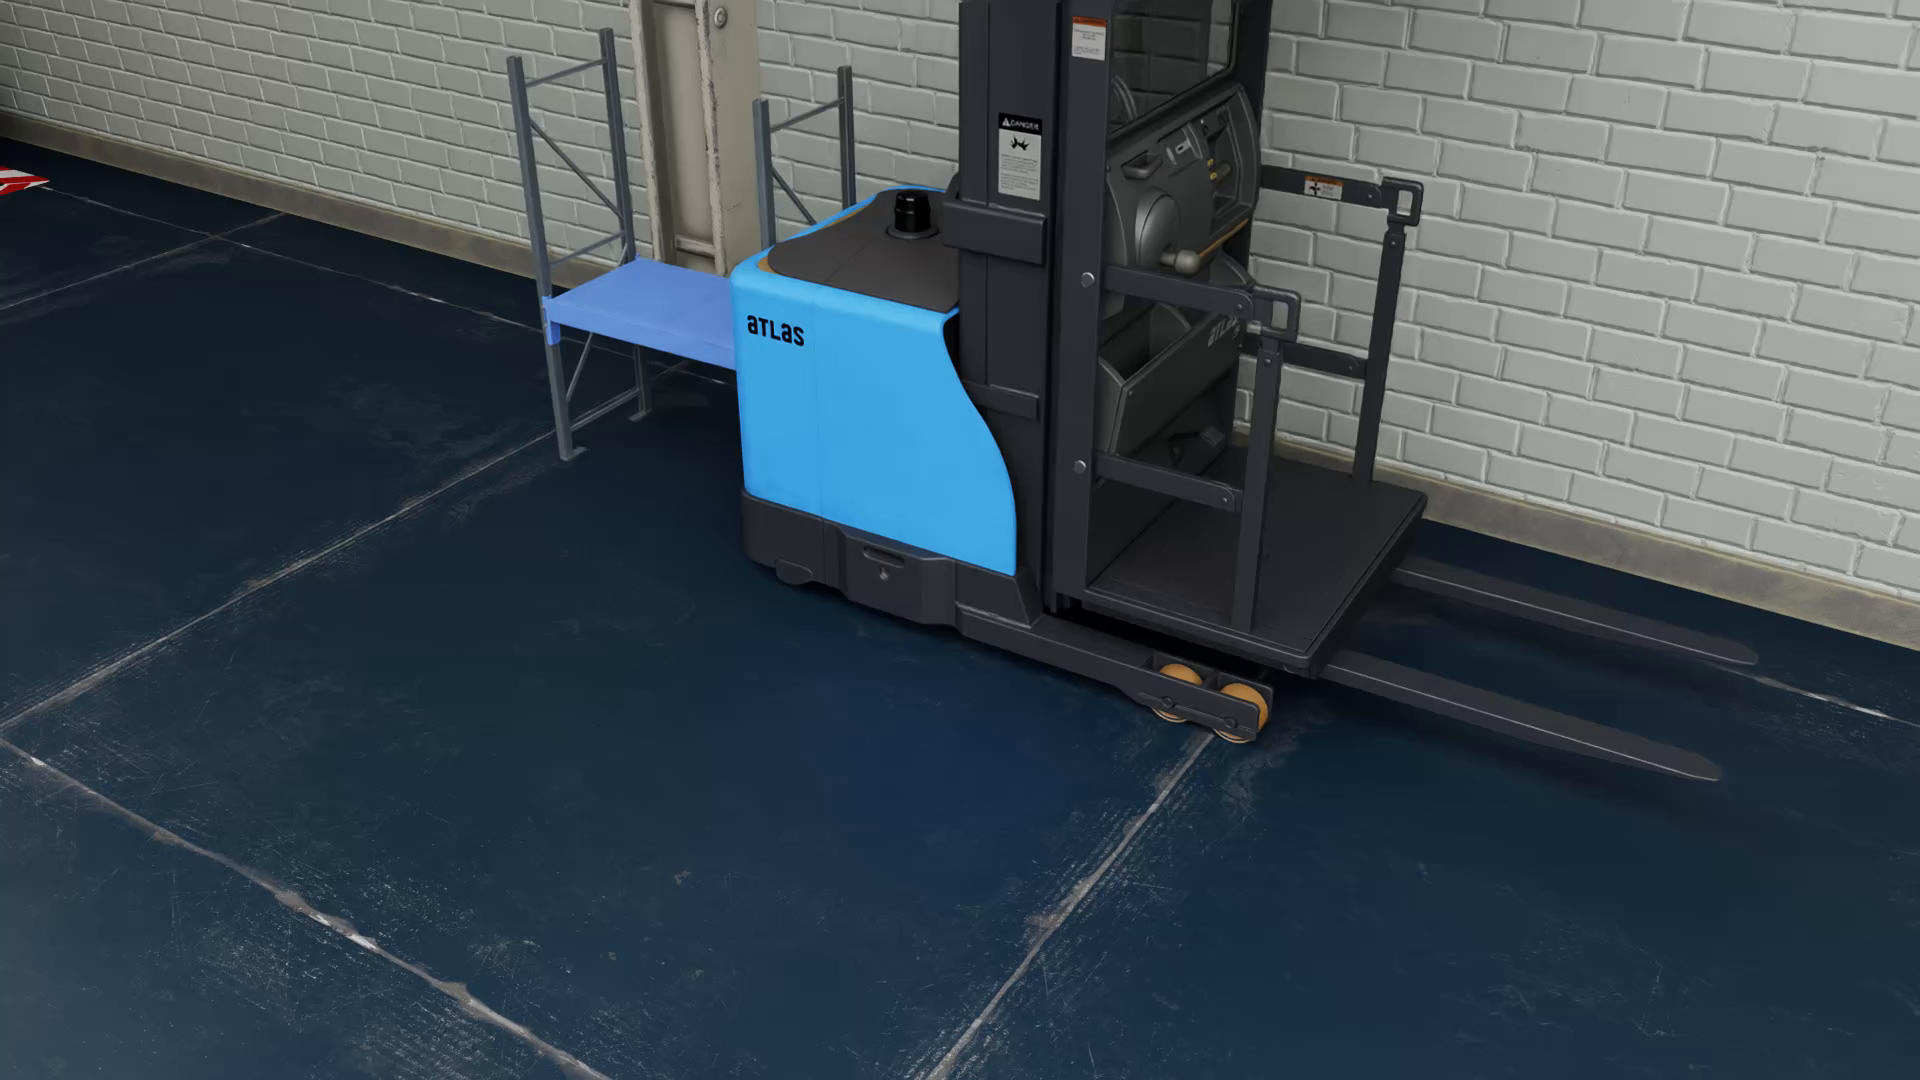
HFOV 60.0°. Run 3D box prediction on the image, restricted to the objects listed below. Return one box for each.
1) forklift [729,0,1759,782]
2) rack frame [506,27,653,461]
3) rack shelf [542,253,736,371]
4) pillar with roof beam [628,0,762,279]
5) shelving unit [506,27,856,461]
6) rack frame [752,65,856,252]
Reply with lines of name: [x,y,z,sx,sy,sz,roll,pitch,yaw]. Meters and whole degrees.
forklift: [0.810,-0.992,4.542,3.031,2.935,1.130,17,34,26]
rack frame: [-1.366,-1.056,6.072,0.032,1.500,0.500,17,34,26]
rack shelf: [-0.930,-0.769,5.937,1.000,0.185,0.538,17,34,26]
pillar with roof beam: [-3.335,-2.907,1.803,0.400,9.000,9.100,18,35,27]
shelving unit: [-0.930,-0.925,5.847,1.048,1.500,0.538,17,34,26]
rack frame: [-0.493,-0.793,5.622,0.032,1.500,0.500,17,34,26]
